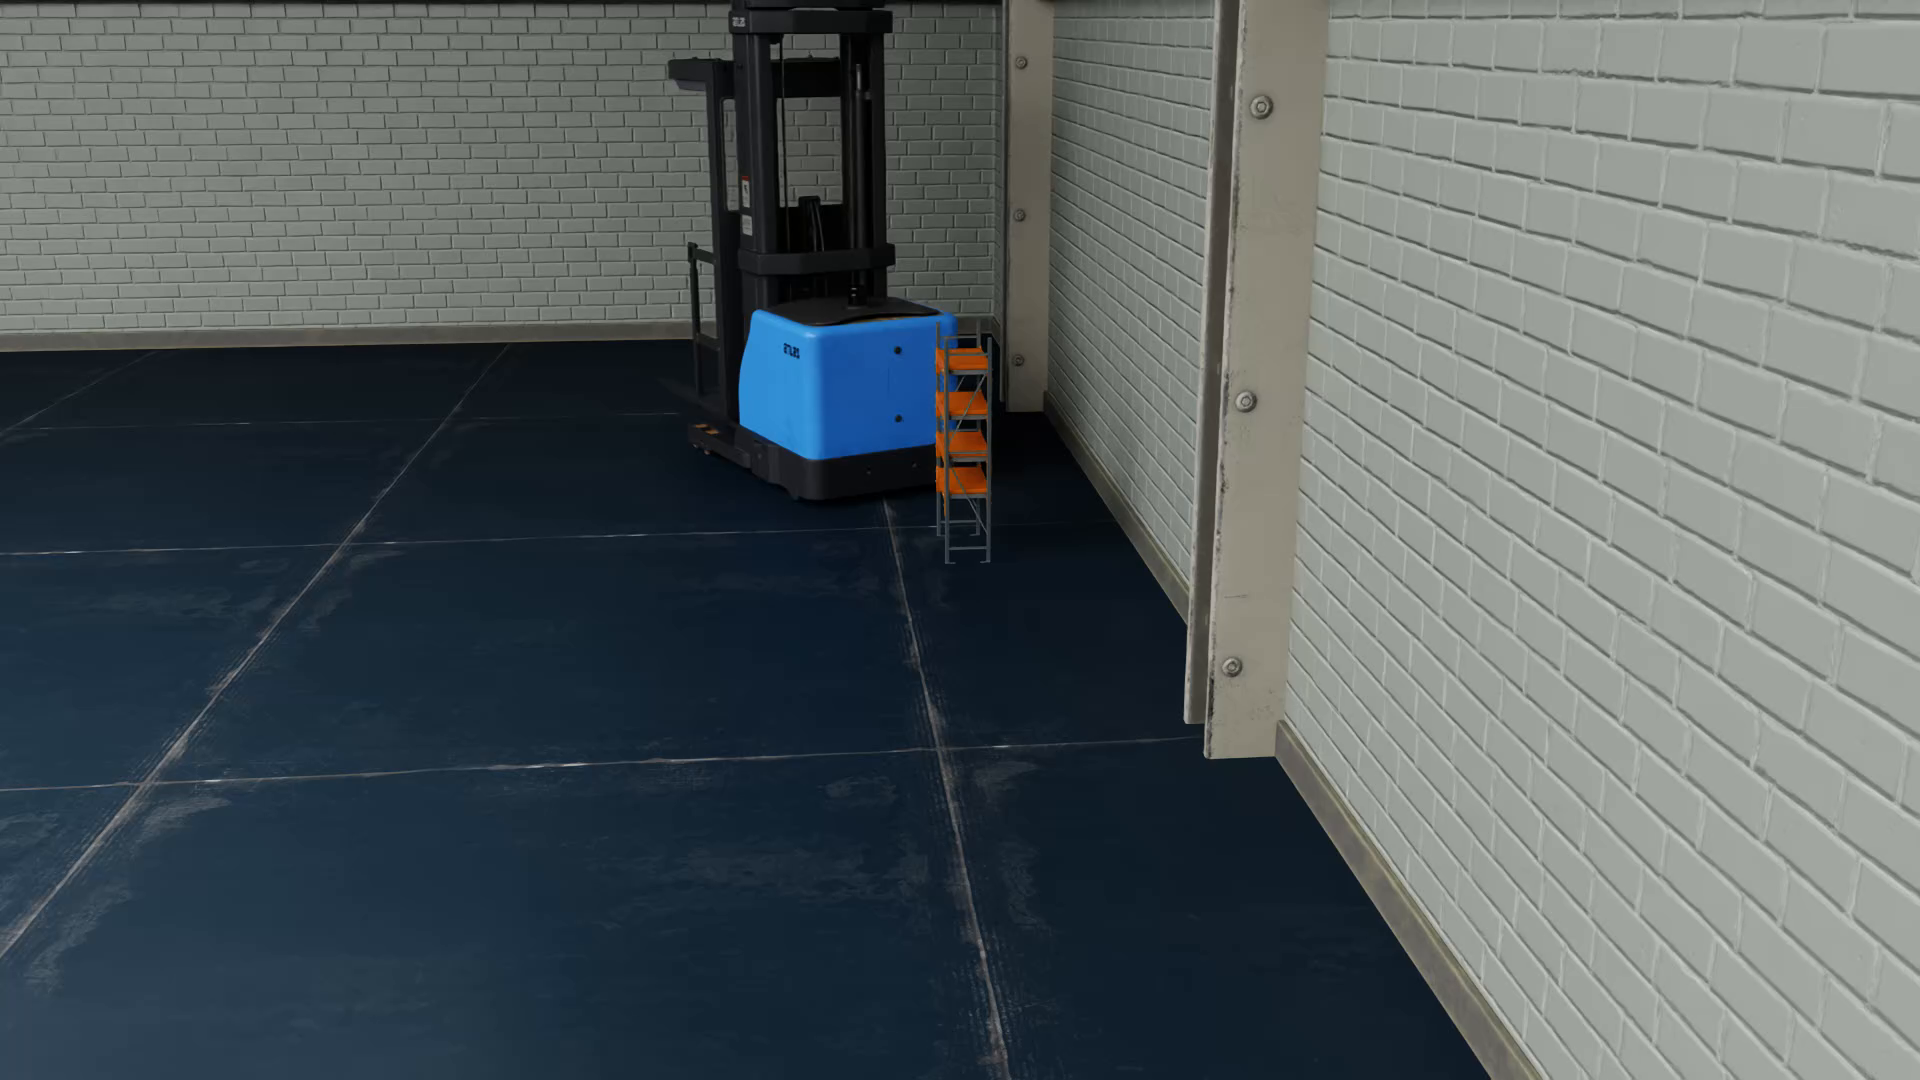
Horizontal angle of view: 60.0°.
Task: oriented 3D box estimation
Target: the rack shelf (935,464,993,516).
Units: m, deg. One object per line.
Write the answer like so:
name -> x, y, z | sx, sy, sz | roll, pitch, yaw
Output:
rack shelf -> 0.017, -0.270, 8.920 | 0.258, 0.148, 0.480 | -2, 18, -6

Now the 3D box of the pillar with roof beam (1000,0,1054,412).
pillar with roof beam -> -3.809, -5.160, 10.590 | 9.100, 9.000, 0.400 | -2, 18, -6

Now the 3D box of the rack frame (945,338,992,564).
rack frame -> 0.042, -0.450, 8.609 | 0.240, 1.200, 0.015 | -2, 18, -6

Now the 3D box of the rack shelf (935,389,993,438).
rack shelf -> 0.017, -0.672, 8.793 | 0.258, 0.148, 0.480 | -2, 18, -6

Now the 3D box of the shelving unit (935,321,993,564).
shelving unit -> 0.017, -0.523, 8.840 | 0.258, 1.200, 0.503 | -2, 18, -6

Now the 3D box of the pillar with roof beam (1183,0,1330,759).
pillar with roof beam -> -3.190, -3.373, 4.896 | 9.100, 9.000, 0.400 | -2, 18, -6

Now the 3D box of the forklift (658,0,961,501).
forklift -> -1.166, -2.020, 10.718 | 1.130, 2.935, 3.031 | -10, 20, -28

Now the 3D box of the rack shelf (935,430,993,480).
rack shelf -> 0.017, -0.459, 8.860 | 0.258, 0.148, 0.480 | -2, 18, -6

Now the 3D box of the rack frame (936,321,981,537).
rack frame -> -0.008, -0.596, 9.072 | 0.240, 1.200, 0.015 | -2, 18, -6

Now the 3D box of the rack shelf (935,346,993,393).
rack shelf -> 0.017, -0.898, 8.723 | 0.258, 0.148, 0.480 | -2, 18, -6
